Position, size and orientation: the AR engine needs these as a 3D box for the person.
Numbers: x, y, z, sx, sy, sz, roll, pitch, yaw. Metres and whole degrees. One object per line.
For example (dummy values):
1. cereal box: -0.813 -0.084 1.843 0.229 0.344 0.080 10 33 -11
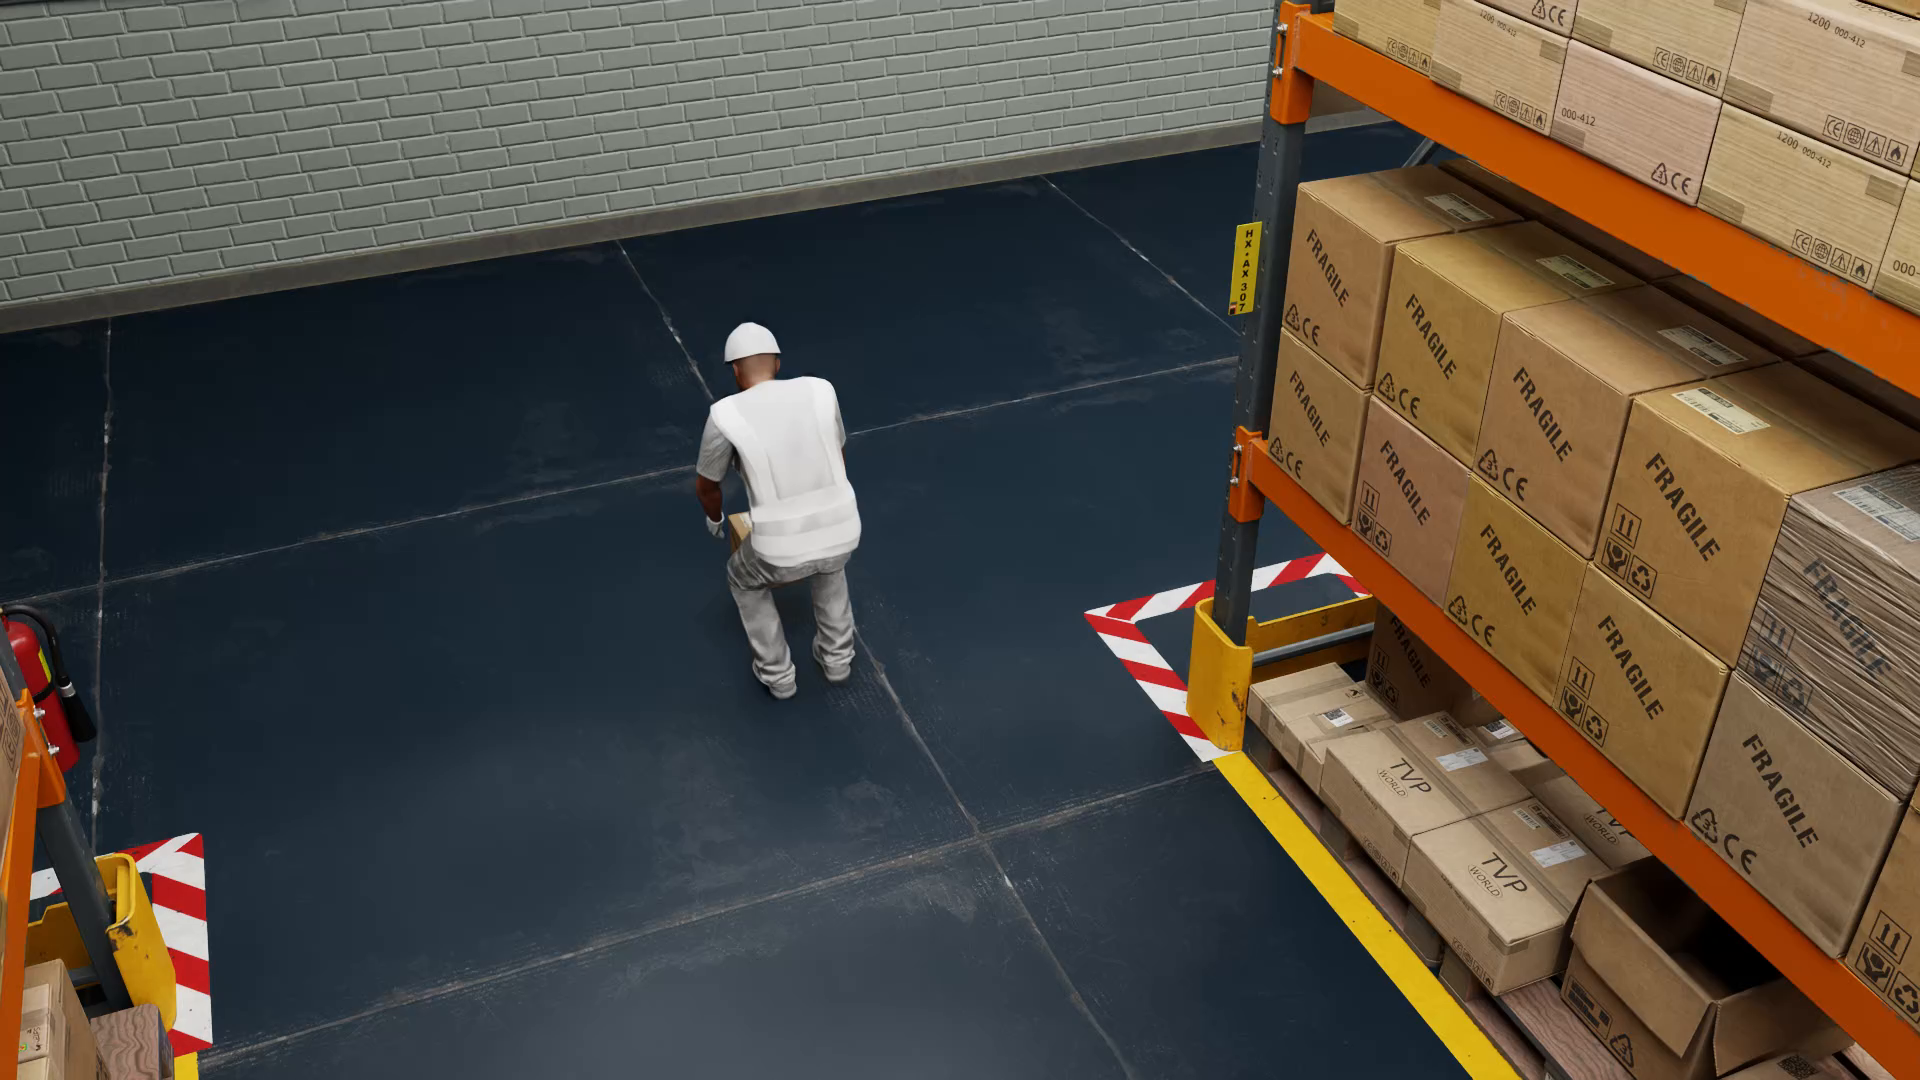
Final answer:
1. person: -0.703 -0.078 6.528 0.611 1.470 0.737 -13 35 -19
